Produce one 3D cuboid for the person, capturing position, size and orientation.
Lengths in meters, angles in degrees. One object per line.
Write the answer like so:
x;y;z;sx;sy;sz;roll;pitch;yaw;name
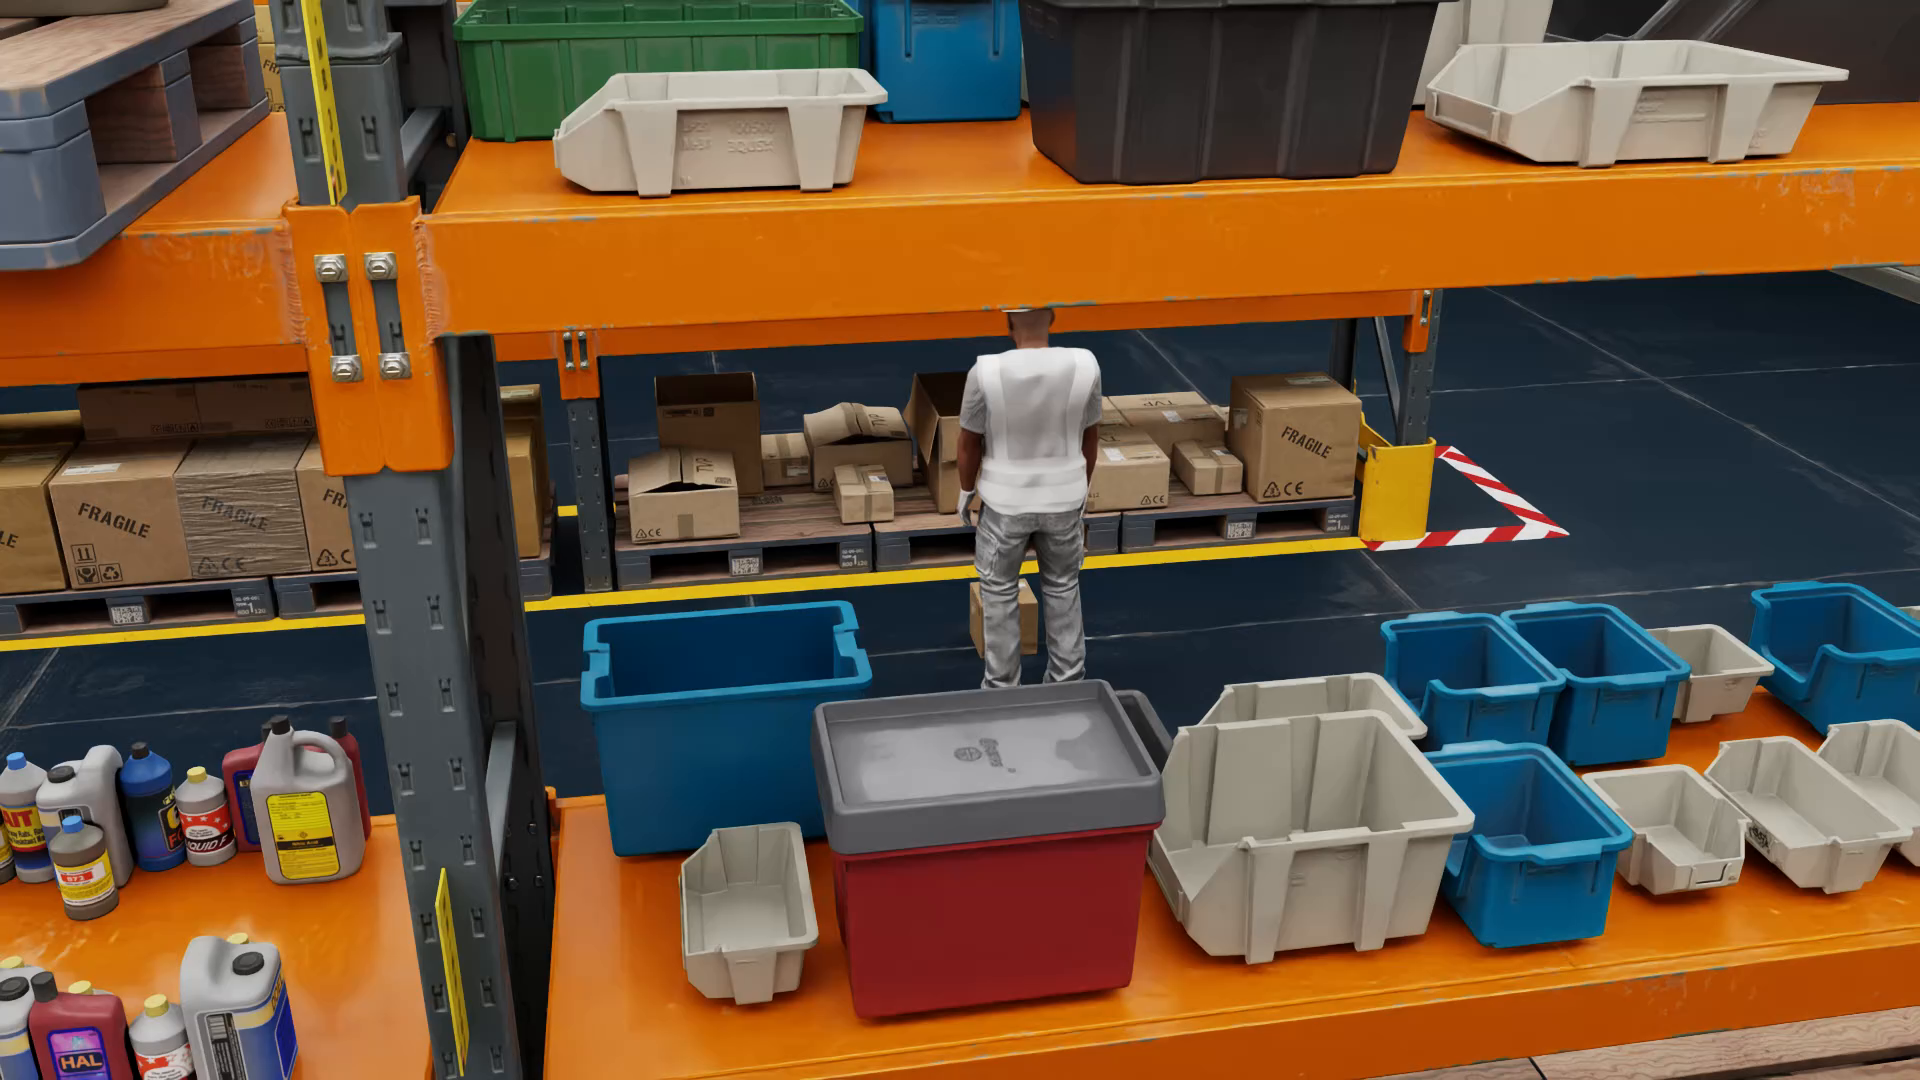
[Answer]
0.260;-0.163;6.470;0.553;1.771;0.373;-4;23;-9;person
